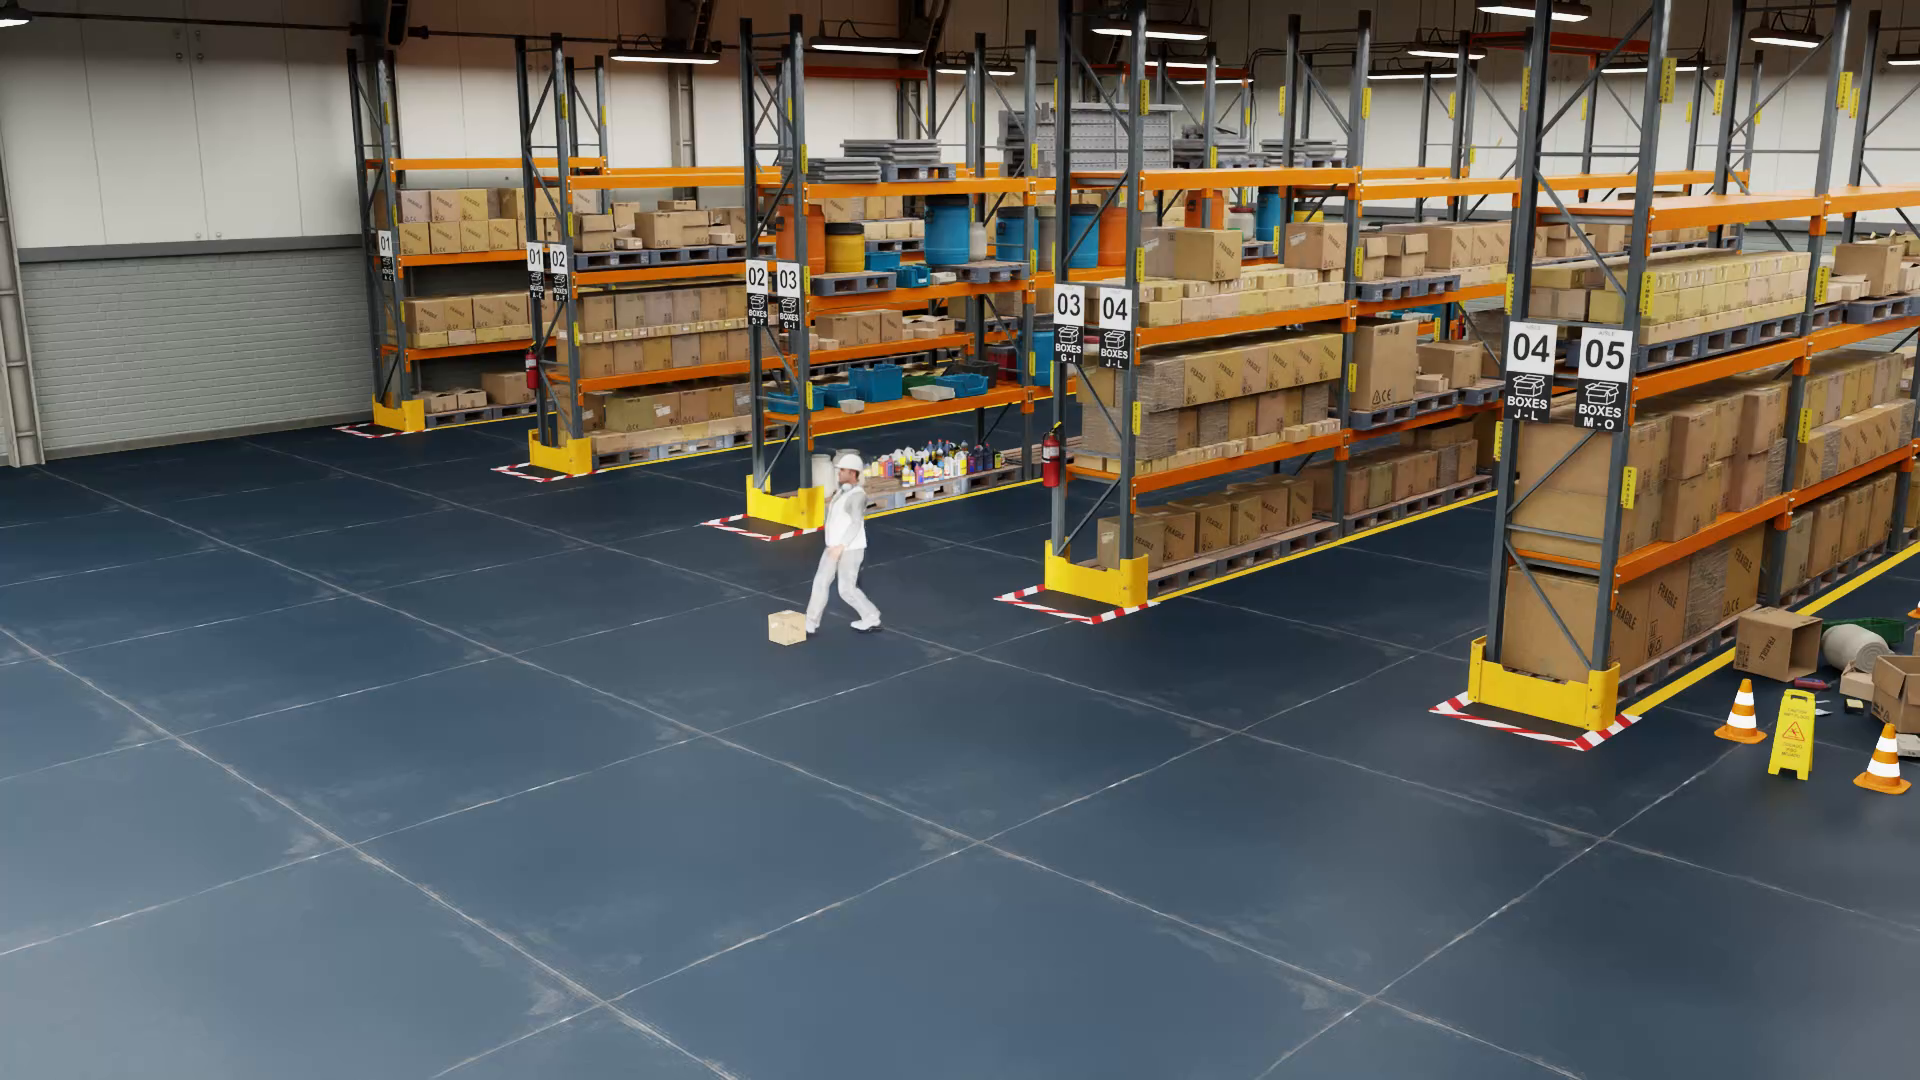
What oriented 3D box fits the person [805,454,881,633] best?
[{"bbox_3d":[-1.204,0.057,15.768,0.933,1.711,0.584,-7,15,-27],"label":"person"}]
